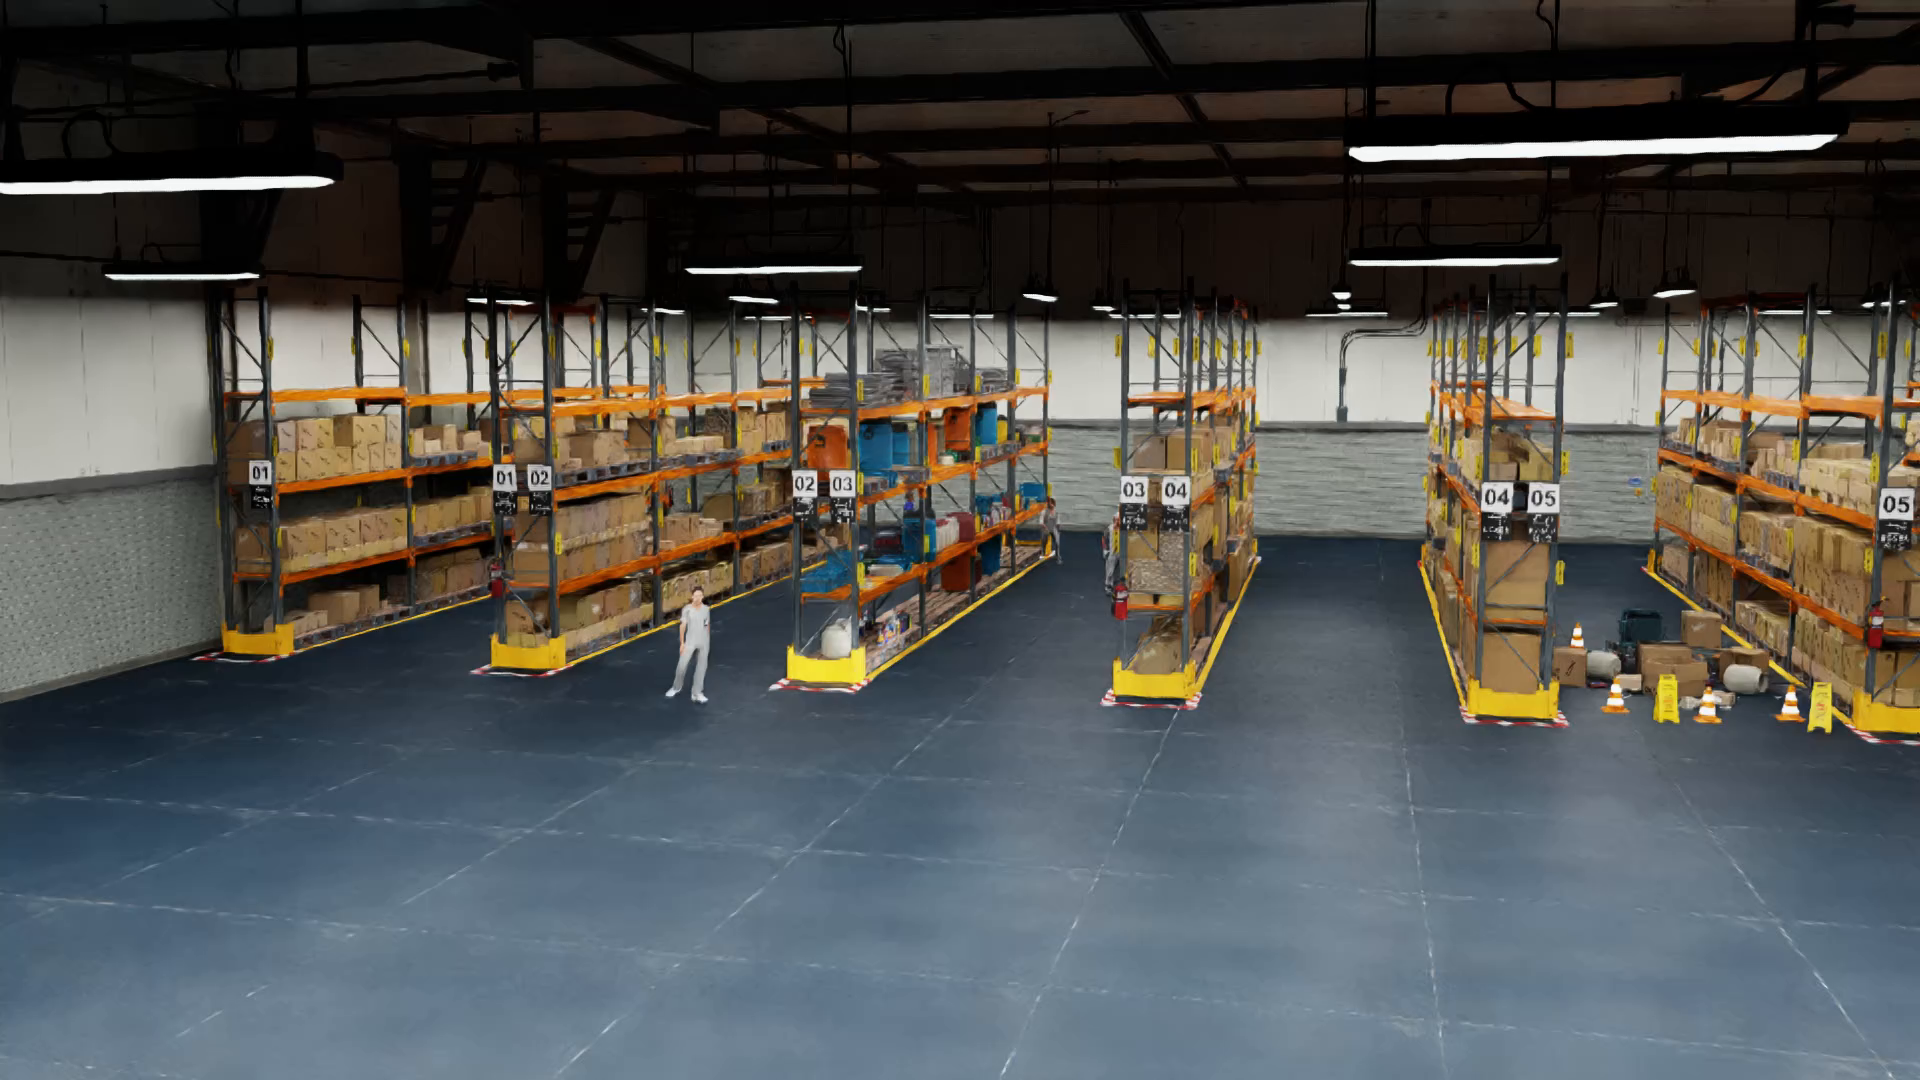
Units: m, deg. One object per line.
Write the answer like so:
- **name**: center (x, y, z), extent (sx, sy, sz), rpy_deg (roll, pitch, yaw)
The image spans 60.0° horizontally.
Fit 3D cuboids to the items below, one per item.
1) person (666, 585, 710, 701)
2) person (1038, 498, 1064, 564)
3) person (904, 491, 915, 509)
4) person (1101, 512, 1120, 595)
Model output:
- **person**: center (-3.859, 1.465, 23.631), extent (0.639, 1.665, 0.494), rpy_deg (-3, 7, -27)
- **person**: center (2.109, -0.229, 38.853), extent (0.561, 1.525, 0.788), rpy_deg (-1, 7, -4)
- **person**: center (-1.187, -0.270, 39.084), extent (0.373, 1.554, 0.588), rpy_deg (0, 7, -4)
- **person**: center (3.190, 0.285, 33.641), extent (0.677, 1.742, 0.552), rpy_deg (1, 7, 11)
